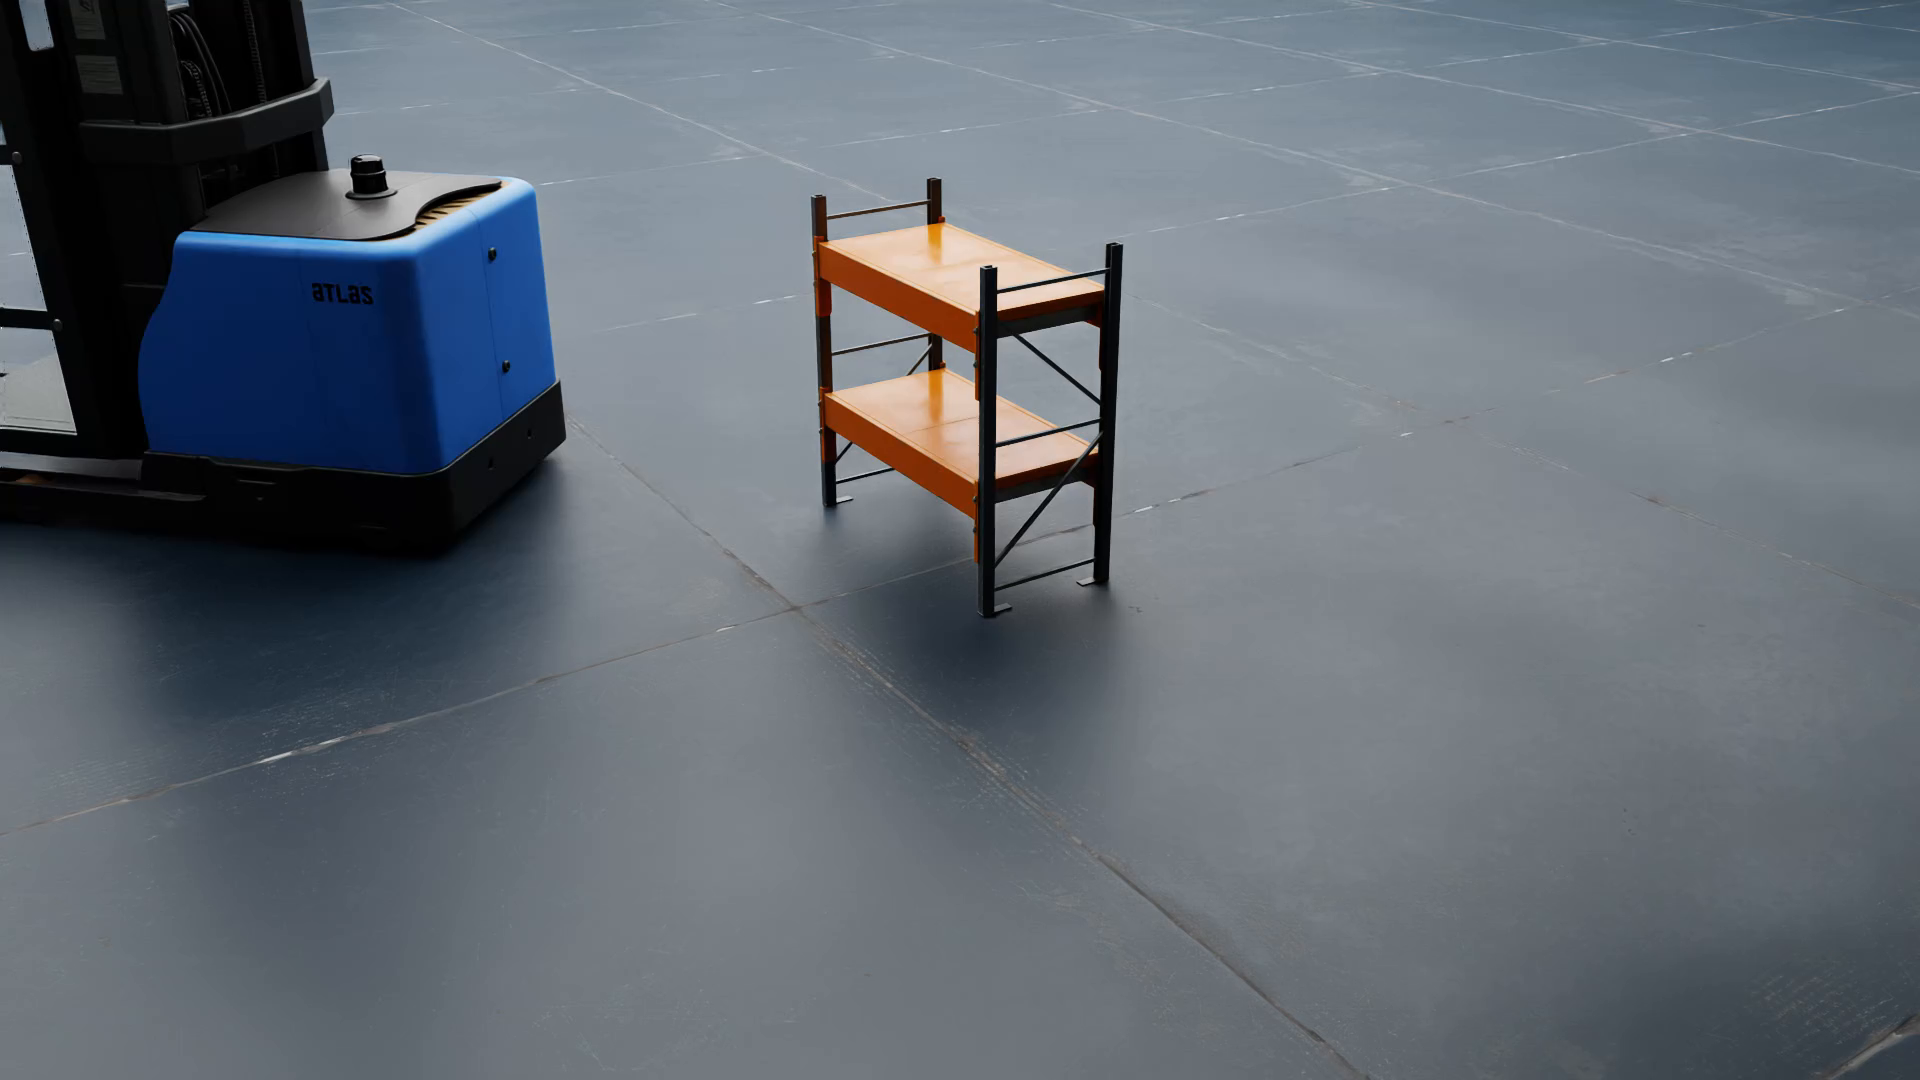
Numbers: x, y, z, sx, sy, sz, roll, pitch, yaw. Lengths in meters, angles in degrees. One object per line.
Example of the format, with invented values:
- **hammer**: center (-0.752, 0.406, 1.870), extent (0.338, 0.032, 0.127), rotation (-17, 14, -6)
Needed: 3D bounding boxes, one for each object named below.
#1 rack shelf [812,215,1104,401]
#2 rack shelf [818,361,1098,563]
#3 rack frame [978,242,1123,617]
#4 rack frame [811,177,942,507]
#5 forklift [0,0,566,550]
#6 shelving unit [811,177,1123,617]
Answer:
- **rack shelf**: center (-0.004, -0.776, 5.390), extent (0.538, 0.278, 1.000), rotation (-16, 29, -30)
- **rack shelf**: center (-0.004, -0.290, 5.619), extent (0.538, 0.278, 1.000), rotation (-16, 29, -30)
- **rack frame**: center (0.274, -0.329, 5.130), extent (0.500, 1.125, 0.032), rotation (-16, 29, -30)
- **rack frame**: center (-0.281, -0.693, 5.900), extent (0.500, 1.125, 0.032), rotation (-16, 29, -30)
- **forklift**: center (-3.088, -1.602, 5.710), extent (3.031, 2.935, 1.130), rotation (5, 26, 11)
- **shelving unit**: center (-0.004, -0.511, 5.515), extent (0.538, 1.125, 1.048), rotation (-16, 29, -30)
